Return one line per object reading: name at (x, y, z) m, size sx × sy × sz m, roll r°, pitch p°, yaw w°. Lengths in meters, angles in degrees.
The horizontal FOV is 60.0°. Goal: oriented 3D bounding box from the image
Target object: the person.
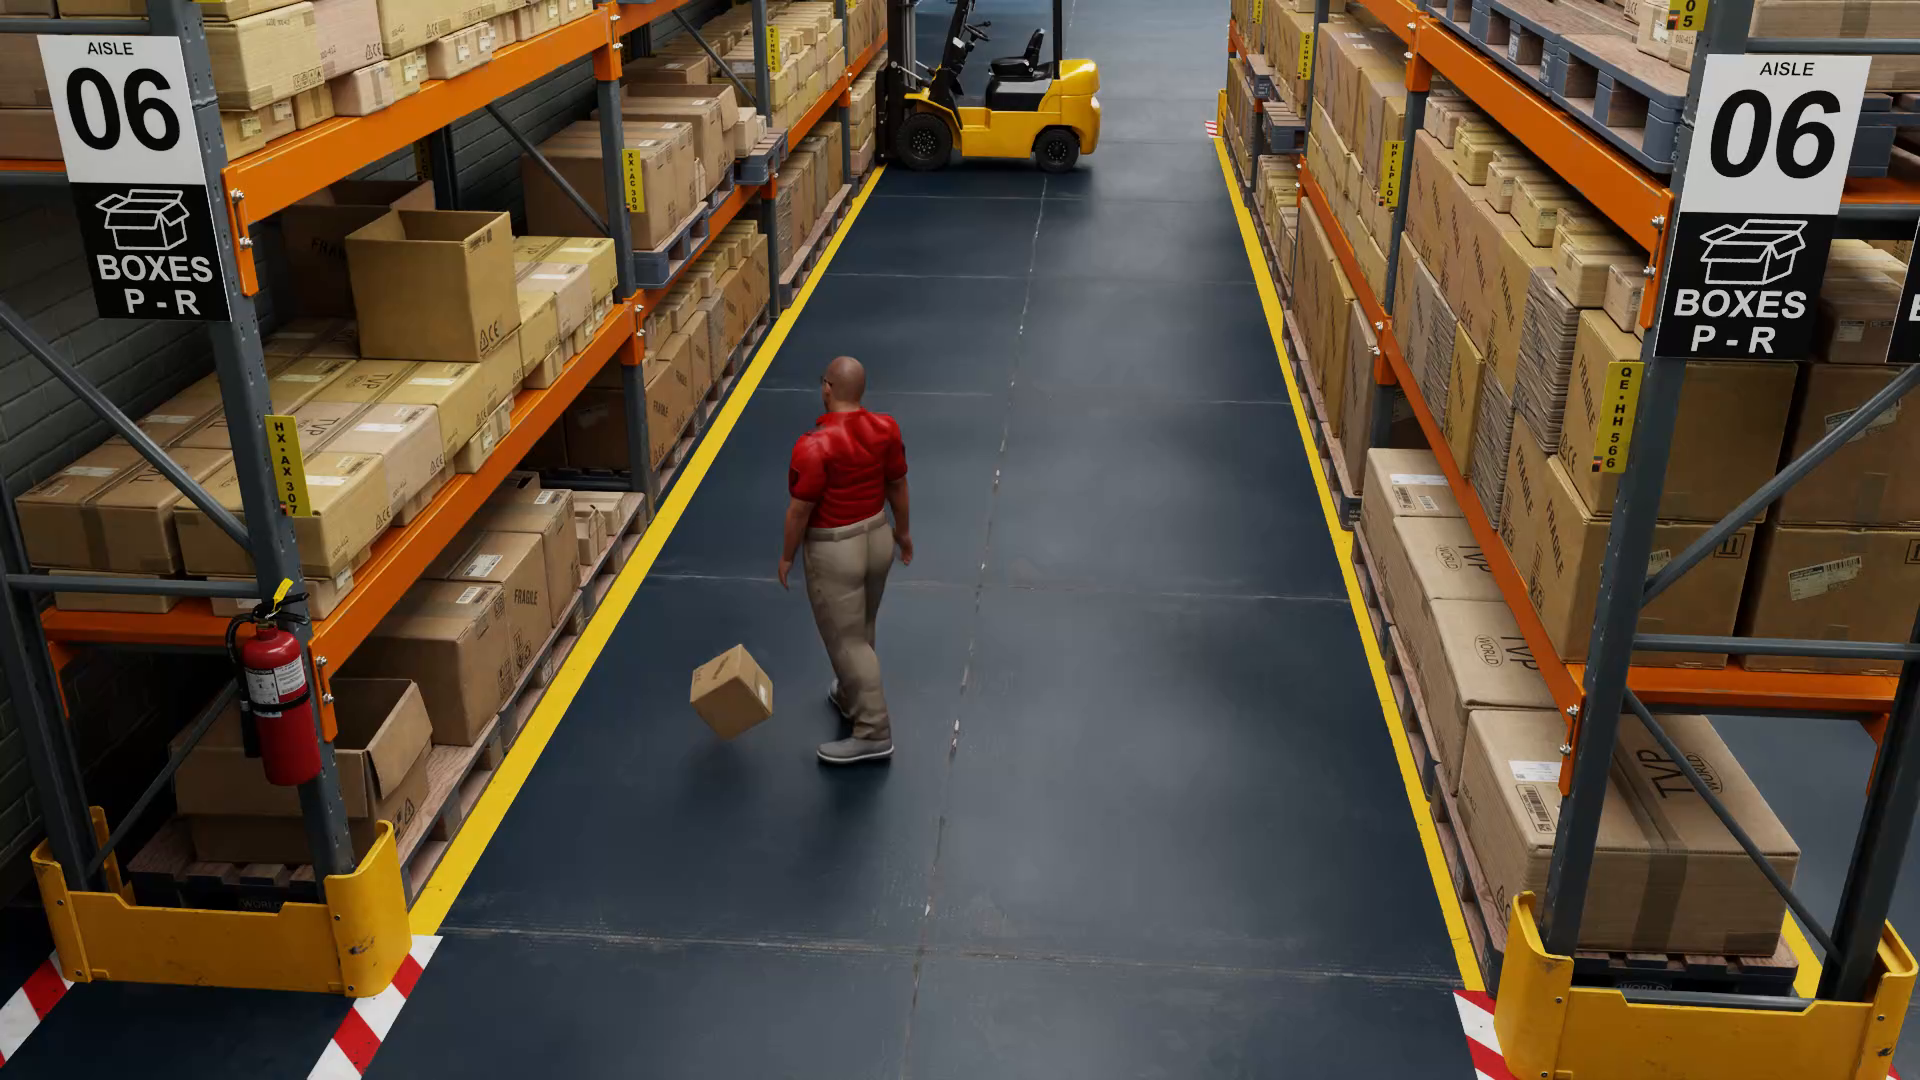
person at (-0.457, 0.049, 7.018) m, size 0.661 × 1.720 × 0.640 m, roll 22°, pitch 33°, yaw 40°
